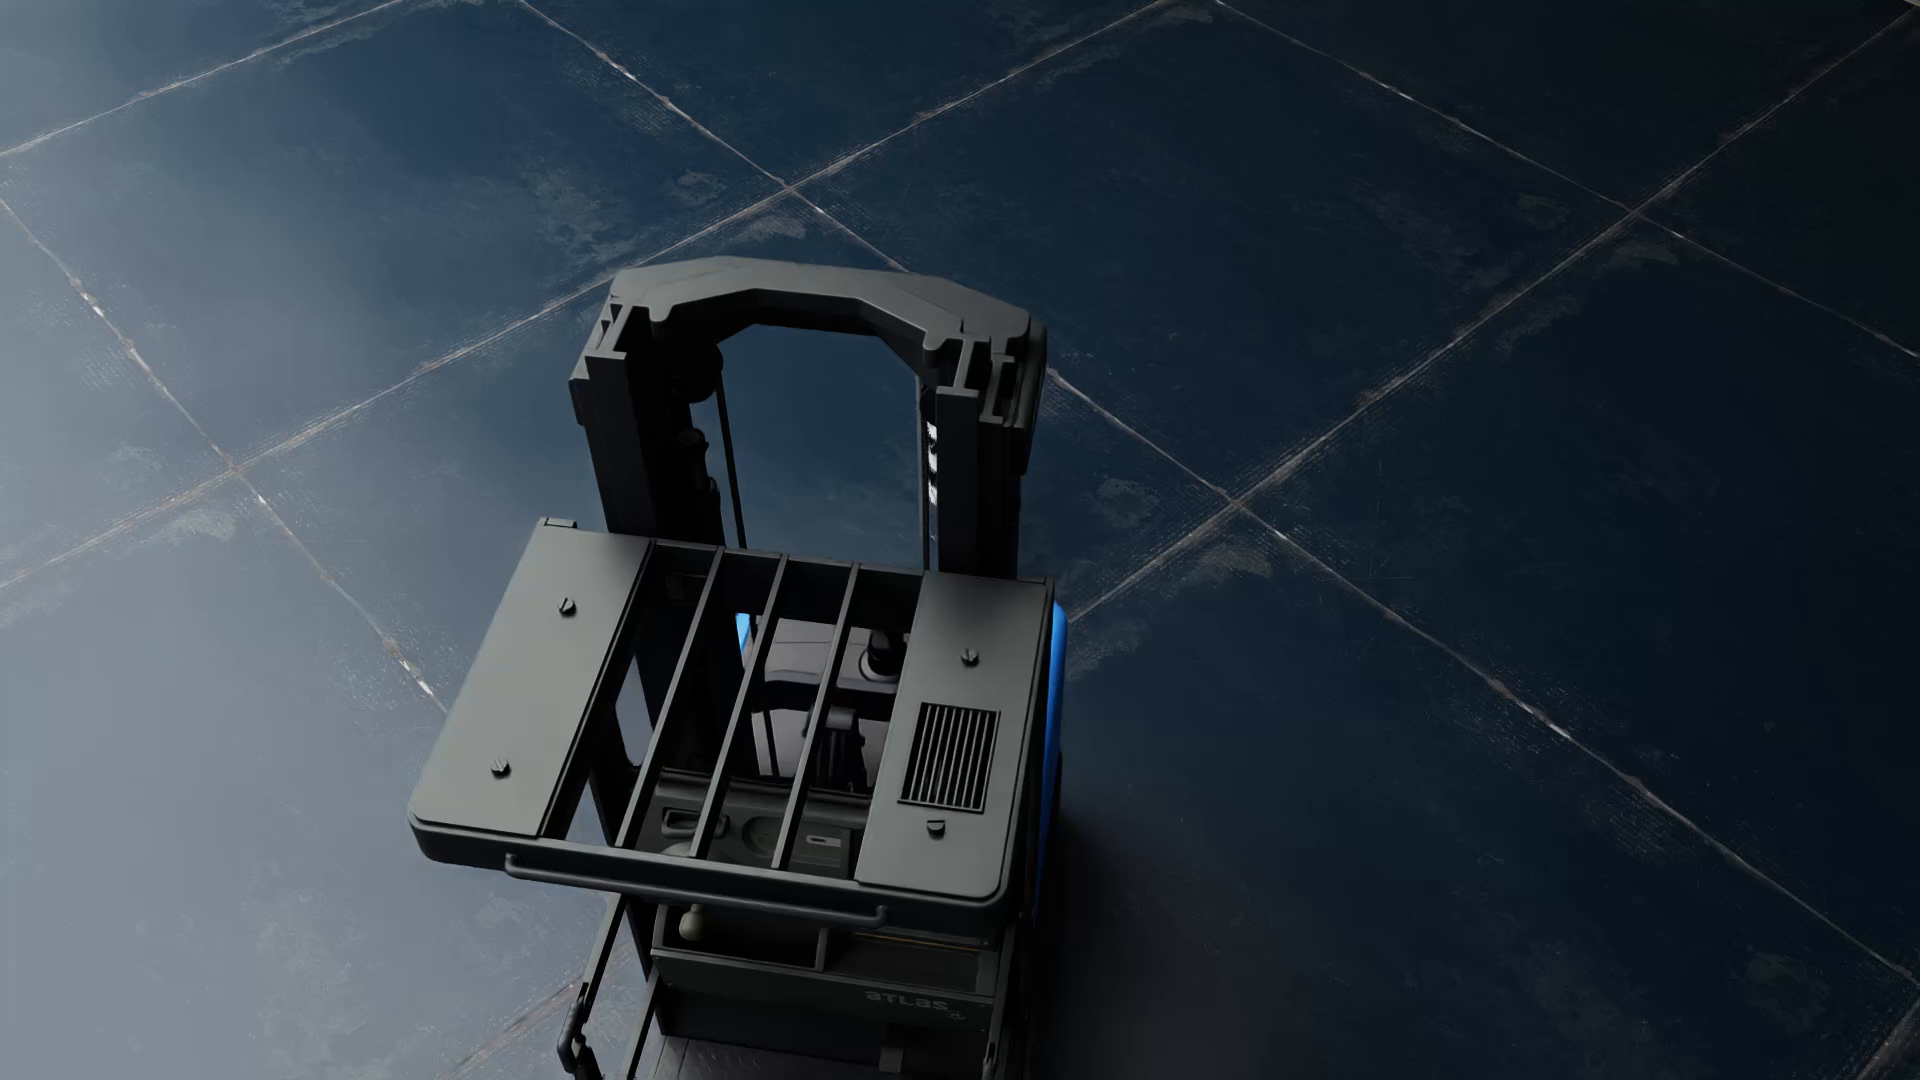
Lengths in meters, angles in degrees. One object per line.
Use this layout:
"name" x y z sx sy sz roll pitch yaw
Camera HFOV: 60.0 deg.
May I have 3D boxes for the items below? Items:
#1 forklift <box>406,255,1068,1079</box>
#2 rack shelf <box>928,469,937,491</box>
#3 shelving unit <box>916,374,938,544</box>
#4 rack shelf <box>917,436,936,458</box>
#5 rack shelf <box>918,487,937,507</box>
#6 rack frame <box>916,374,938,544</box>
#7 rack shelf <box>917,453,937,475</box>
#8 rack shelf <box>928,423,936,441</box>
"forklift" -0.389 0.930 3.950 1.130 2.935 3.031 7 48 6
"rack shelf" -0.006 -0.218 6.559 0.200 0.077 0.258 -34 56 -27
"shelving unit" -0.006 -0.301 6.469 0.210 0.900 0.258 -34 56 -27
"rack shelf" -0.006 -0.340 6.427 0.200 0.077 0.258 -34 56 -27
"rack shelf" -0.006 -0.156 6.626 0.200 0.077 0.258 -34 56 -27
"rack frame" -0.081 -0.251 6.422 0.006 0.900 0.240 -34 56 -27
"rack shelf" -0.006 -0.279 6.493 0.200 0.077 0.258 -34 56 -27
"rack shelf" -0.006 -0.401 6.361 0.200 0.077 0.258 -34 56 -27
